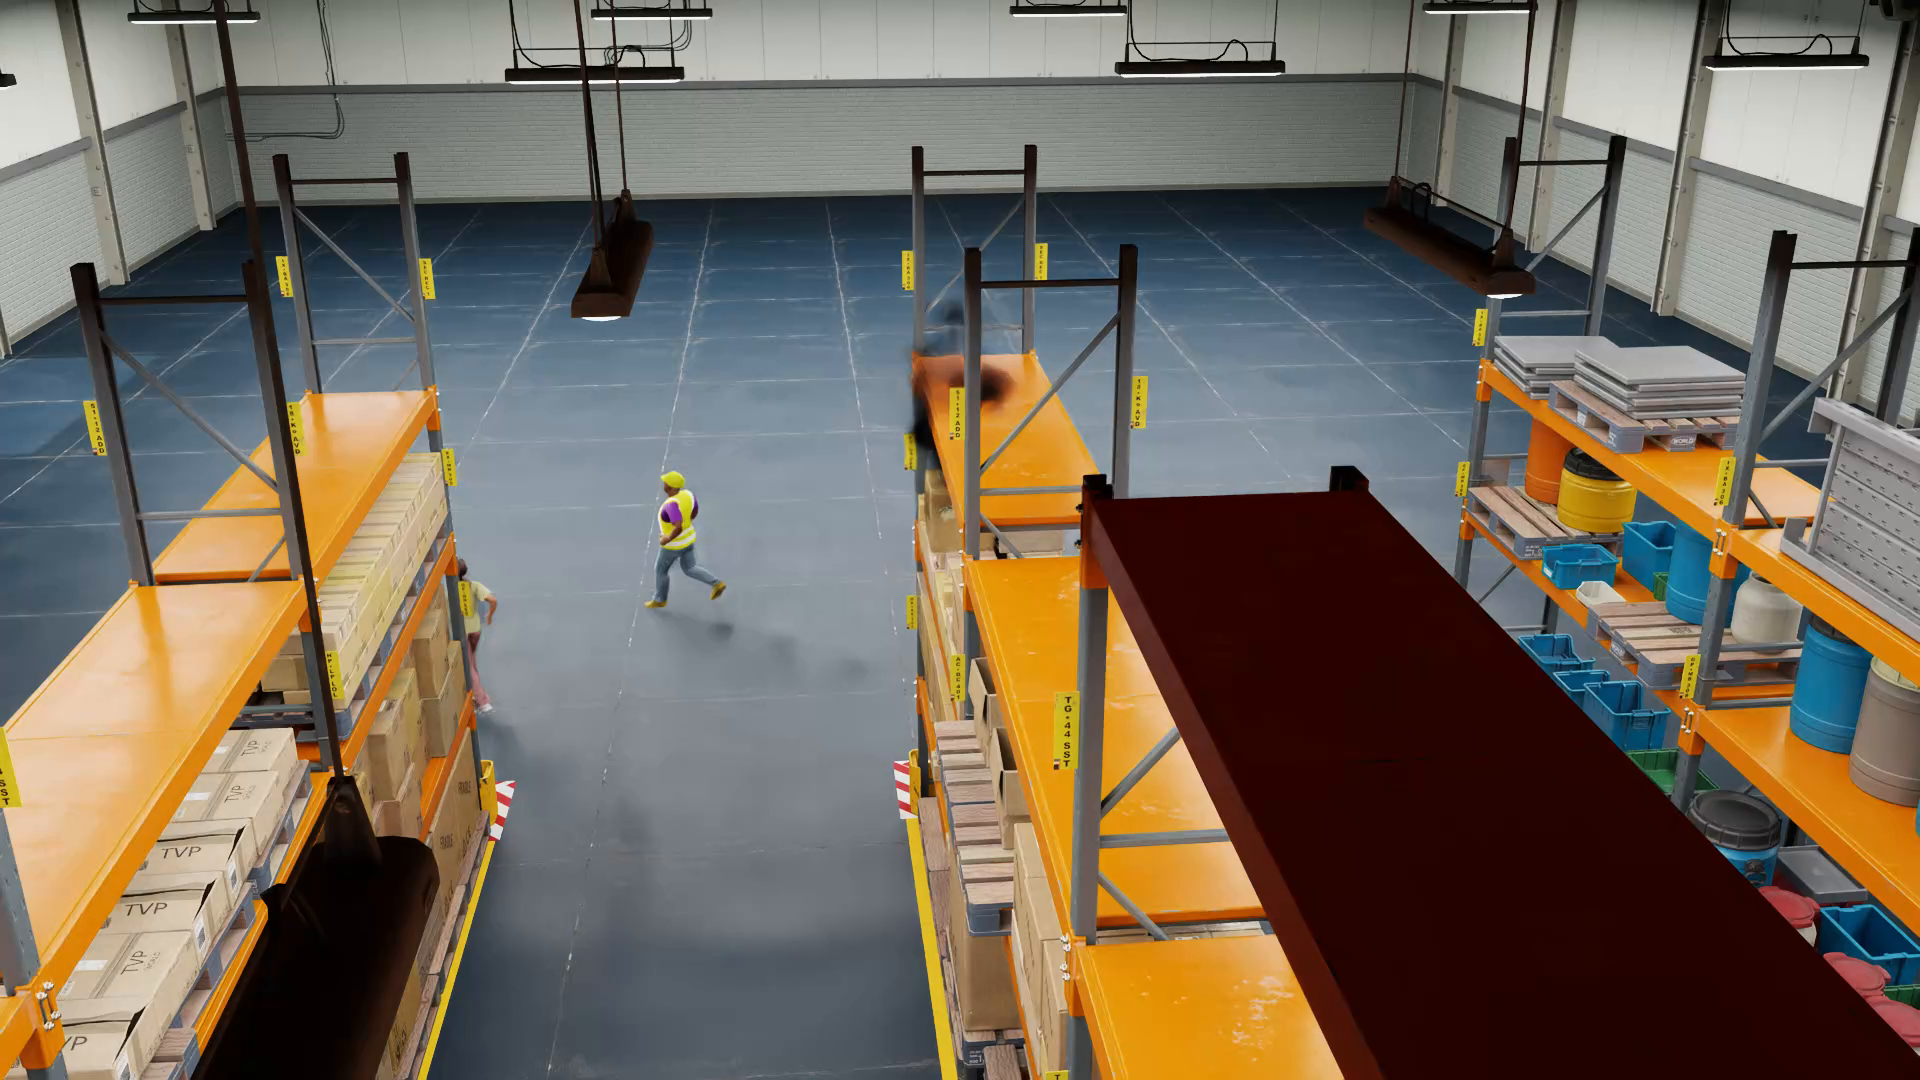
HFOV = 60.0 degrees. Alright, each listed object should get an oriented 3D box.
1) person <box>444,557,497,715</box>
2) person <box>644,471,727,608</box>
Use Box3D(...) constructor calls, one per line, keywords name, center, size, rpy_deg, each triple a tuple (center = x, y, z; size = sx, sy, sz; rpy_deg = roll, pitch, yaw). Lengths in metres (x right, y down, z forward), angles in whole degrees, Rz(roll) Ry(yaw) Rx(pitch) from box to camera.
Box3D(name="person", center=(-5.006, 0.982, 16.872), size=(0.562, 1.703, 0.830), rpy_deg=(-19, 28, -39))
Box3D(name="person", center=(-3.221, 0.036, 19.235), size=(1.101, 1.757, 0.670), rpy_deg=(11, 24, 27))
